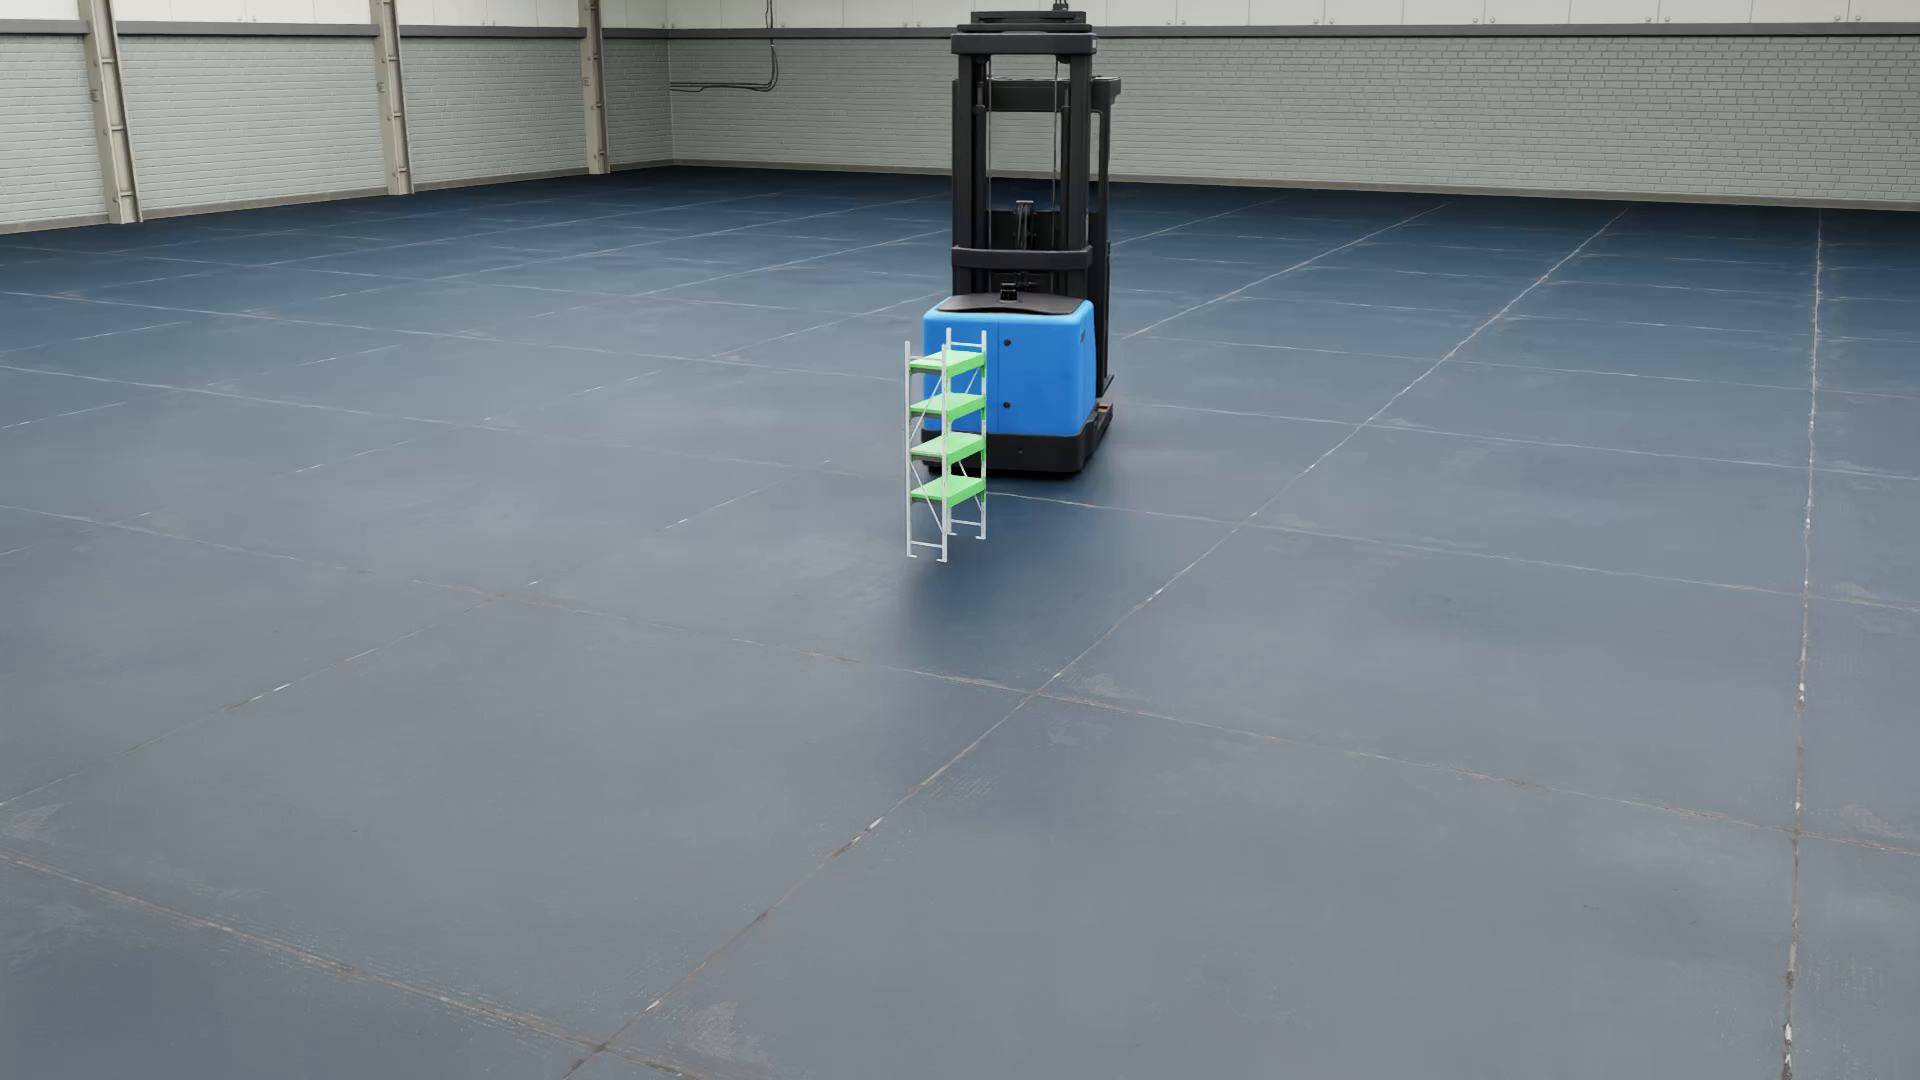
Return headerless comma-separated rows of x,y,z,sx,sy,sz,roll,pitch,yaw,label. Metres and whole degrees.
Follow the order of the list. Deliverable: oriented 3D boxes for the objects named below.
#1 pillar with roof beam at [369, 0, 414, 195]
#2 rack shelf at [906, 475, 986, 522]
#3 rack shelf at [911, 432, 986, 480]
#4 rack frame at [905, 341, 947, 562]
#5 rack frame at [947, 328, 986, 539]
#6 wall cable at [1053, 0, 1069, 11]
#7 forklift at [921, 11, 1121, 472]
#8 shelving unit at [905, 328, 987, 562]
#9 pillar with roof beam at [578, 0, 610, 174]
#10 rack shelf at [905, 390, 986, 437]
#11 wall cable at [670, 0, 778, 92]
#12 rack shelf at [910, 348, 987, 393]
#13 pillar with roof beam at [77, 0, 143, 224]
-6.850,-10.391,28.704,9.100,9.000,0.400,8,18,25,pillar with roof beam
-0.074,-0.242,9.298,0.258,0.148,0.480,8,18,25,rack shelf
-0.074,-0.472,9.230,0.258,0.148,0.480,8,18,25,rack shelf
-0.183,-0.471,9.002,0.240,1.200,0.015,8,18,25,rack frame
0.035,-0.595,9.421,0.240,1.200,0.015,8,18,25,rack frame
2.965,-13.468,33.089,2.305,6.003,0.169,8,18,25,wall cable
0.534,-2.218,11.845,1.130,2.935,3.031,3,17,11,forklift
-0.074,-0.533,9.212,0.258,1.200,0.503,8,18,25,shelving unit
-4.169,-11.919,33.850,9.100,9.000,0.400,8,18,25,pillar with roof beam
-0.074,-0.702,9.161,0.258,0.148,0.480,8,18,25,rack shelf
-5.521,-11.561,38.096,3.097,2.526,0.112,8,18,25,wall cable
-0.074,-0.932,9.093,0.258,0.148,0.480,8,18,25,rack shelf
-9.531,-8.863,23.559,9.100,9.000,0.400,8,18,25,pillar with roof beam
